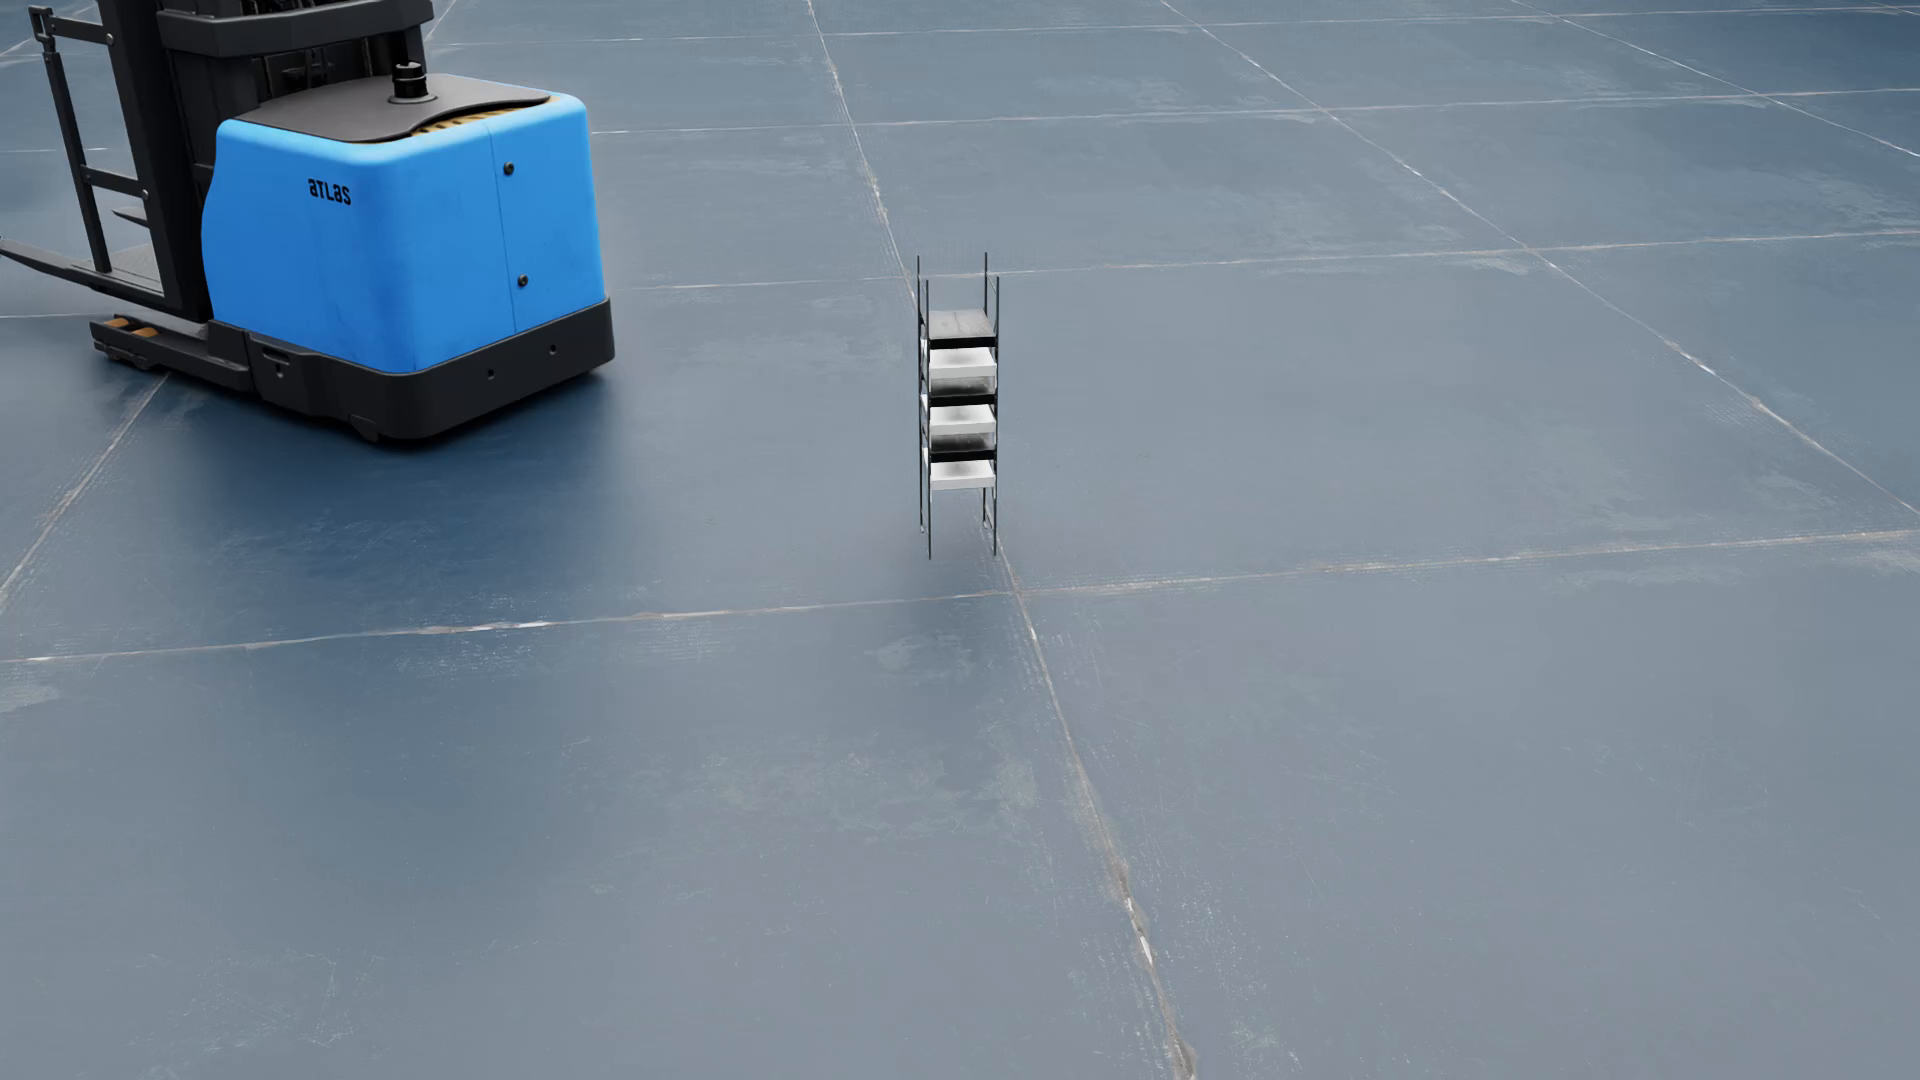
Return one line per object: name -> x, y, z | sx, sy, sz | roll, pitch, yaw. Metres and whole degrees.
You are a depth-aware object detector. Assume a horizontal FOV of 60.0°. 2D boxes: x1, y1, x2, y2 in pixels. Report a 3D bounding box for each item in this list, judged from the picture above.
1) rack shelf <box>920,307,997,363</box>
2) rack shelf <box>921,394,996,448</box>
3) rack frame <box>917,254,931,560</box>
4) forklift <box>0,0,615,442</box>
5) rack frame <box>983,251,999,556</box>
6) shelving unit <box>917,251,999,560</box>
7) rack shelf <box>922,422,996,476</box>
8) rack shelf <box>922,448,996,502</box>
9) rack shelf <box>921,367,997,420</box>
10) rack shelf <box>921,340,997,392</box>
rack shelf -> -0.008, -0.610, 4.936 | 0.200, 0.077, 0.258 | -4, 27, -7
rack shelf -> -0.008, -0.370, 5.059 | 0.200, 0.077, 0.258 | -4, 27, -7
rack frame -> -0.109, -0.393, 5.031 | 0.006, 0.900, 0.240 | -4, 27, -7
forklift -> -2.852, -2.154, 6.236 | 3.031, 2.935, 1.130 | 17, 32, 30
rack frame -> 0.093, -0.406, 5.056 | 0.006, 0.900, 0.240 | -4, 27, -7
shelving unit -> -0.008, -0.400, 5.044 | 0.210, 0.900, 0.258 | -4, 27, -7
rack shelf -> -0.008, -0.290, 5.100 | 0.200, 0.077, 0.258 | -4, 27, -7
rack shelf -> -0.008, -0.210, 5.141 | 0.200, 0.077, 0.258 | -4, 27, -7
rack shelf -> -0.008, -0.450, 5.018 | 0.200, 0.077, 0.258 | -4, 27, -7
rack shelf -> -0.008, -0.530, 4.977 | 0.200, 0.077, 0.258 | -4, 27, -7
